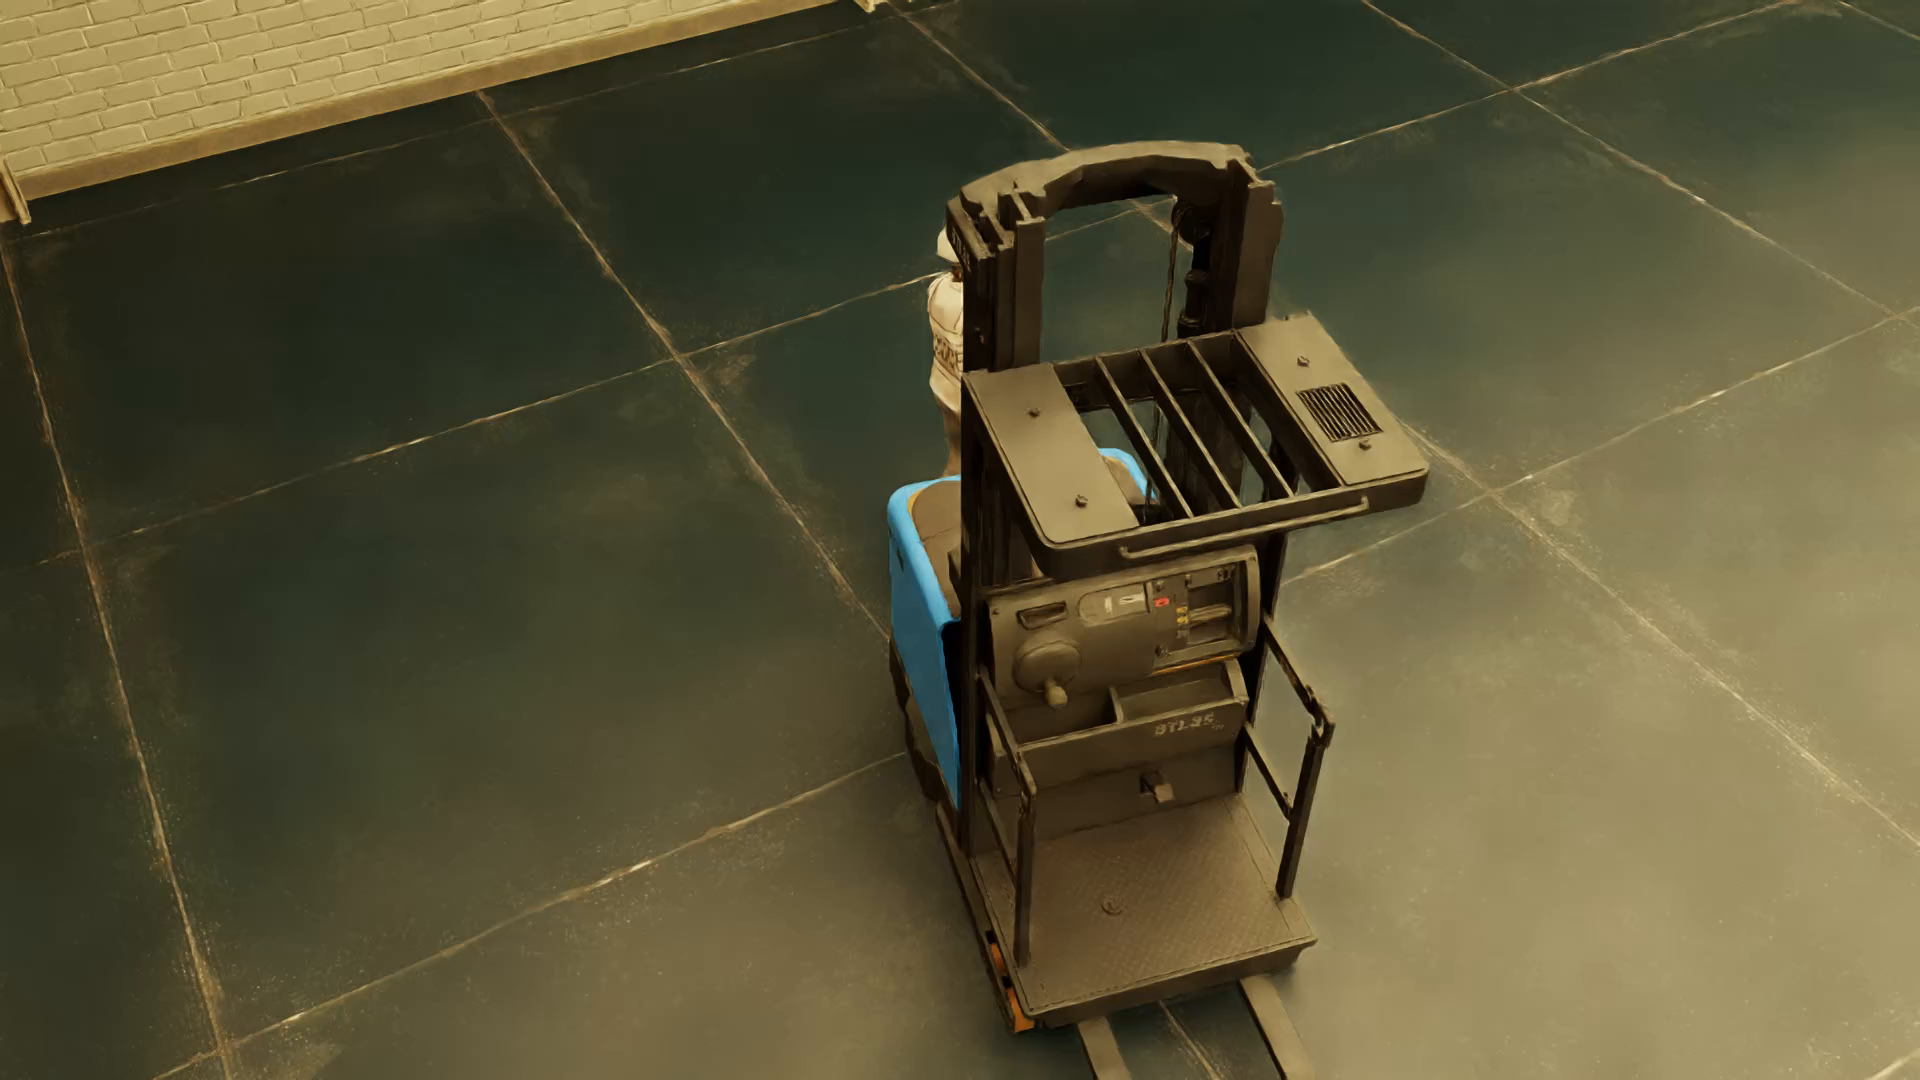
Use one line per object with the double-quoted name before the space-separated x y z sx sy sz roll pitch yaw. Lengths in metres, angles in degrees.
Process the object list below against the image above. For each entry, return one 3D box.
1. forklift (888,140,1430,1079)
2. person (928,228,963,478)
"forklift" 0.607 0.376 5.293 1.130 2.935 3.031 -11 44 -12
"person" 0.127 -0.681 7.366 0.519 1.665 0.591 -25 48 -25
